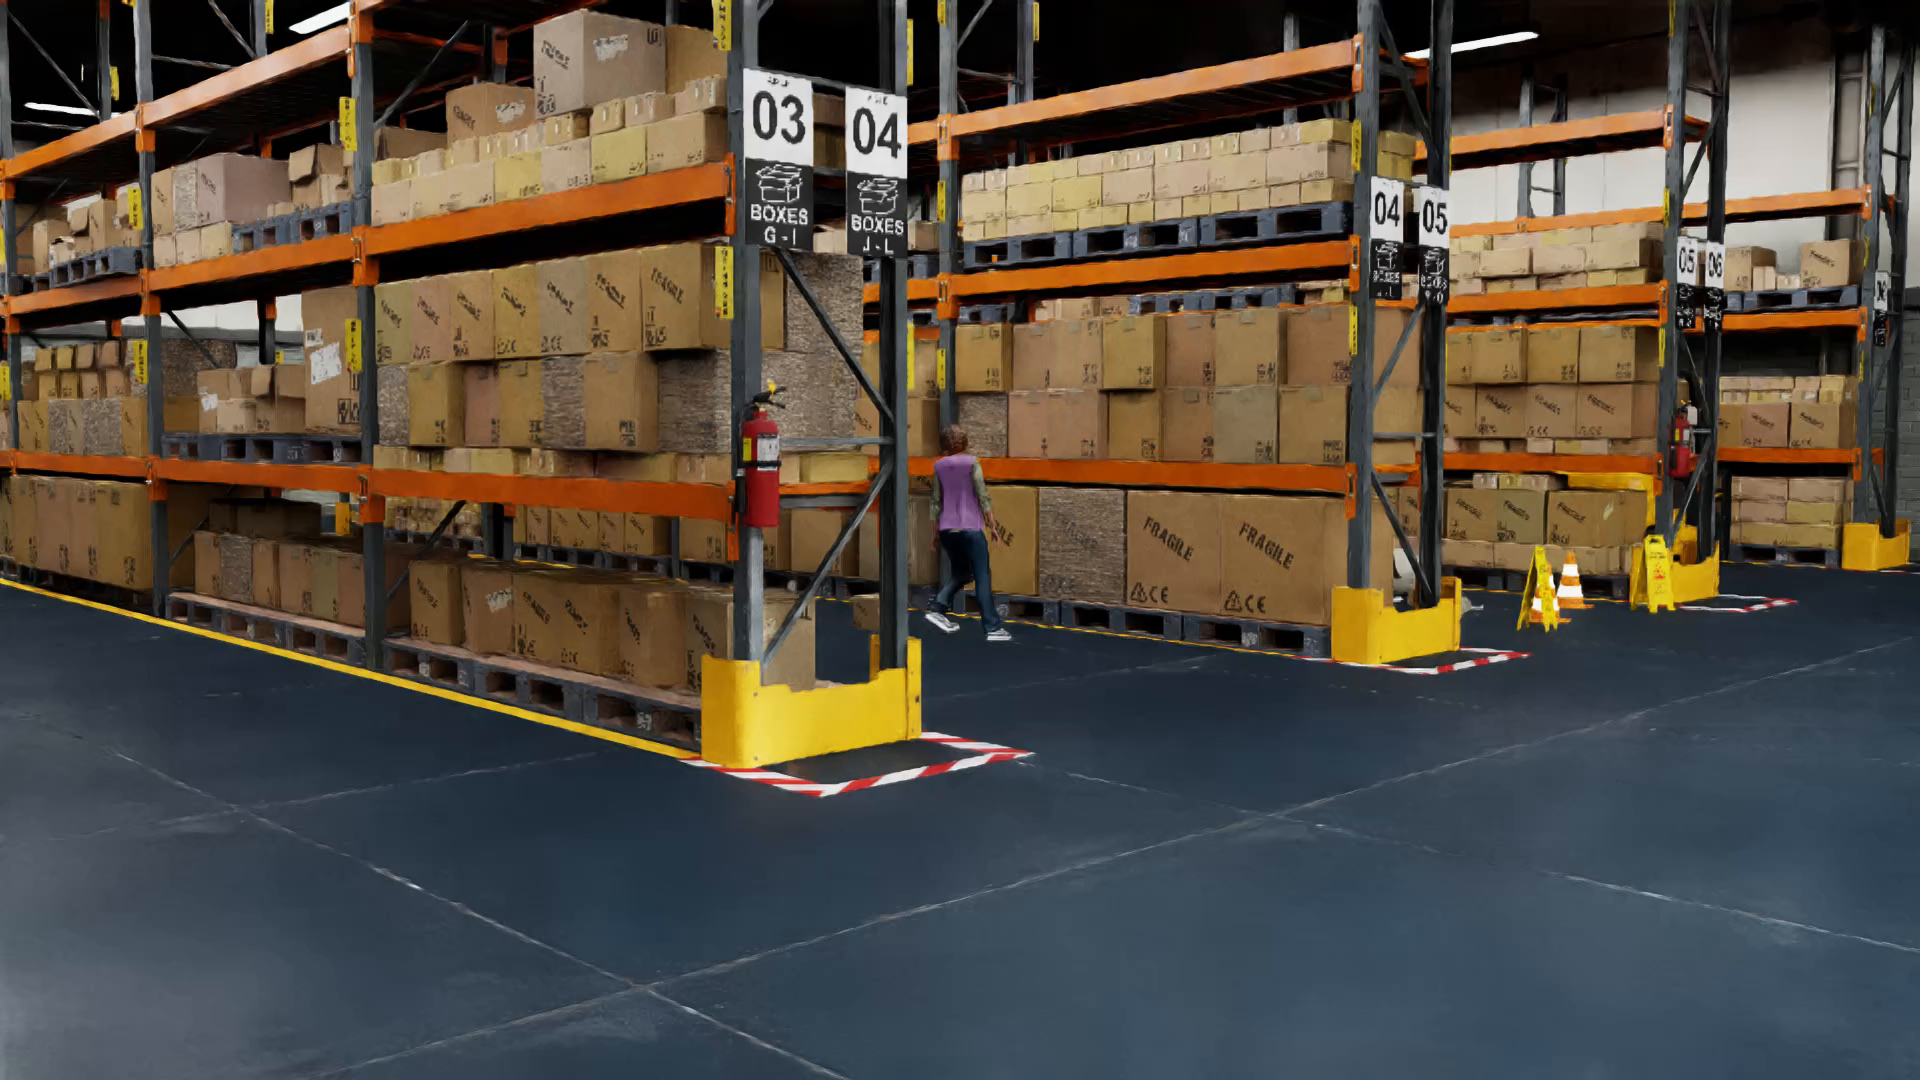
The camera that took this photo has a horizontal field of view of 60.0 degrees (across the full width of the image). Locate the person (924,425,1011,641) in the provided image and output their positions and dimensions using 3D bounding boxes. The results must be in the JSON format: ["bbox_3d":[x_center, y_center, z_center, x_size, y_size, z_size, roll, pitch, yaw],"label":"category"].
[{"bbox_3d":[0.052,-0.050,12.069,0.566,1.571,0.429,2,5,31],"label":"person"}]
